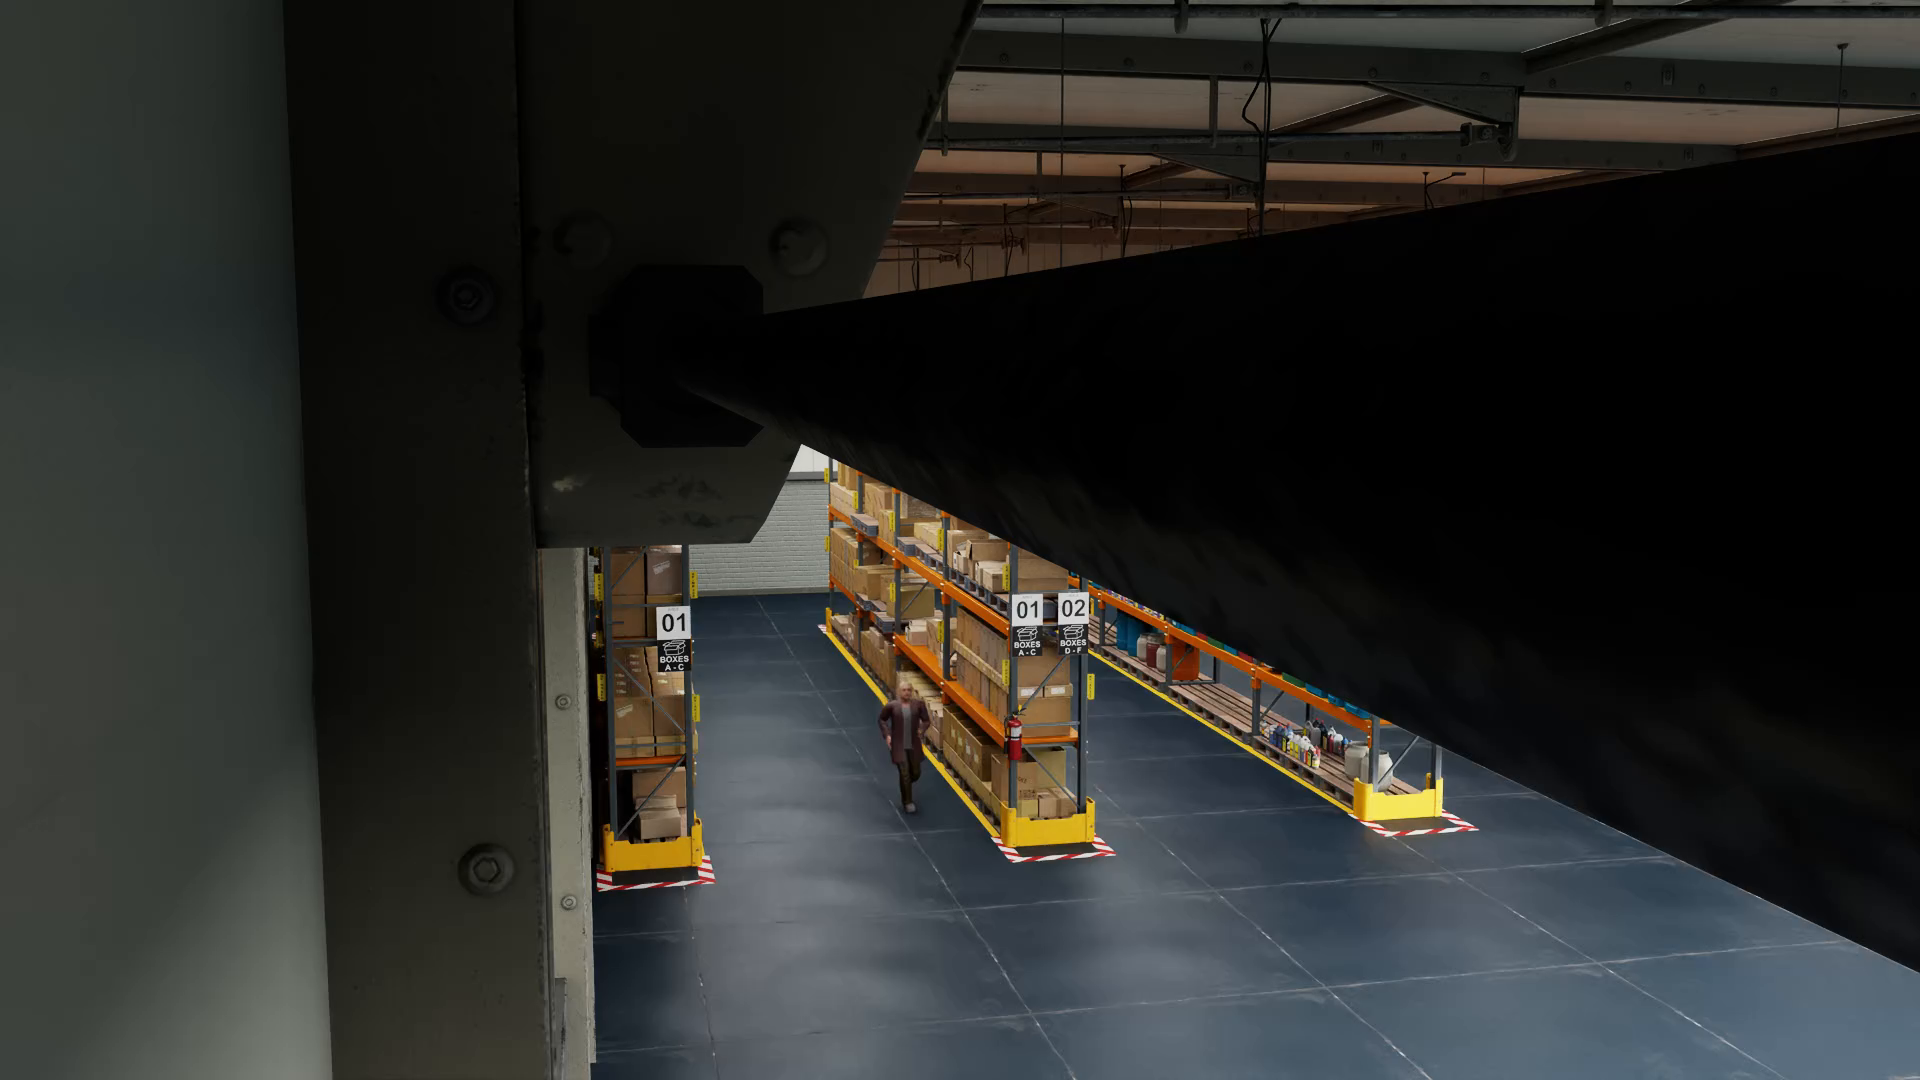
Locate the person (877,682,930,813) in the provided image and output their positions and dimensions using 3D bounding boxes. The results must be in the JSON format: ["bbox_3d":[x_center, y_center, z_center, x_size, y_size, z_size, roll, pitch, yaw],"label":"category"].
[{"bbox_3d":[-0.754,2.781,22.628,0.709,1.742,0.799,-2,7,-13],"label":"person"}]

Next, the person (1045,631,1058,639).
[{"bbox_3d":[1.646,1.887,30.462,0.574,1.667,0.883,-3,7,-25],"label":"person"}]
